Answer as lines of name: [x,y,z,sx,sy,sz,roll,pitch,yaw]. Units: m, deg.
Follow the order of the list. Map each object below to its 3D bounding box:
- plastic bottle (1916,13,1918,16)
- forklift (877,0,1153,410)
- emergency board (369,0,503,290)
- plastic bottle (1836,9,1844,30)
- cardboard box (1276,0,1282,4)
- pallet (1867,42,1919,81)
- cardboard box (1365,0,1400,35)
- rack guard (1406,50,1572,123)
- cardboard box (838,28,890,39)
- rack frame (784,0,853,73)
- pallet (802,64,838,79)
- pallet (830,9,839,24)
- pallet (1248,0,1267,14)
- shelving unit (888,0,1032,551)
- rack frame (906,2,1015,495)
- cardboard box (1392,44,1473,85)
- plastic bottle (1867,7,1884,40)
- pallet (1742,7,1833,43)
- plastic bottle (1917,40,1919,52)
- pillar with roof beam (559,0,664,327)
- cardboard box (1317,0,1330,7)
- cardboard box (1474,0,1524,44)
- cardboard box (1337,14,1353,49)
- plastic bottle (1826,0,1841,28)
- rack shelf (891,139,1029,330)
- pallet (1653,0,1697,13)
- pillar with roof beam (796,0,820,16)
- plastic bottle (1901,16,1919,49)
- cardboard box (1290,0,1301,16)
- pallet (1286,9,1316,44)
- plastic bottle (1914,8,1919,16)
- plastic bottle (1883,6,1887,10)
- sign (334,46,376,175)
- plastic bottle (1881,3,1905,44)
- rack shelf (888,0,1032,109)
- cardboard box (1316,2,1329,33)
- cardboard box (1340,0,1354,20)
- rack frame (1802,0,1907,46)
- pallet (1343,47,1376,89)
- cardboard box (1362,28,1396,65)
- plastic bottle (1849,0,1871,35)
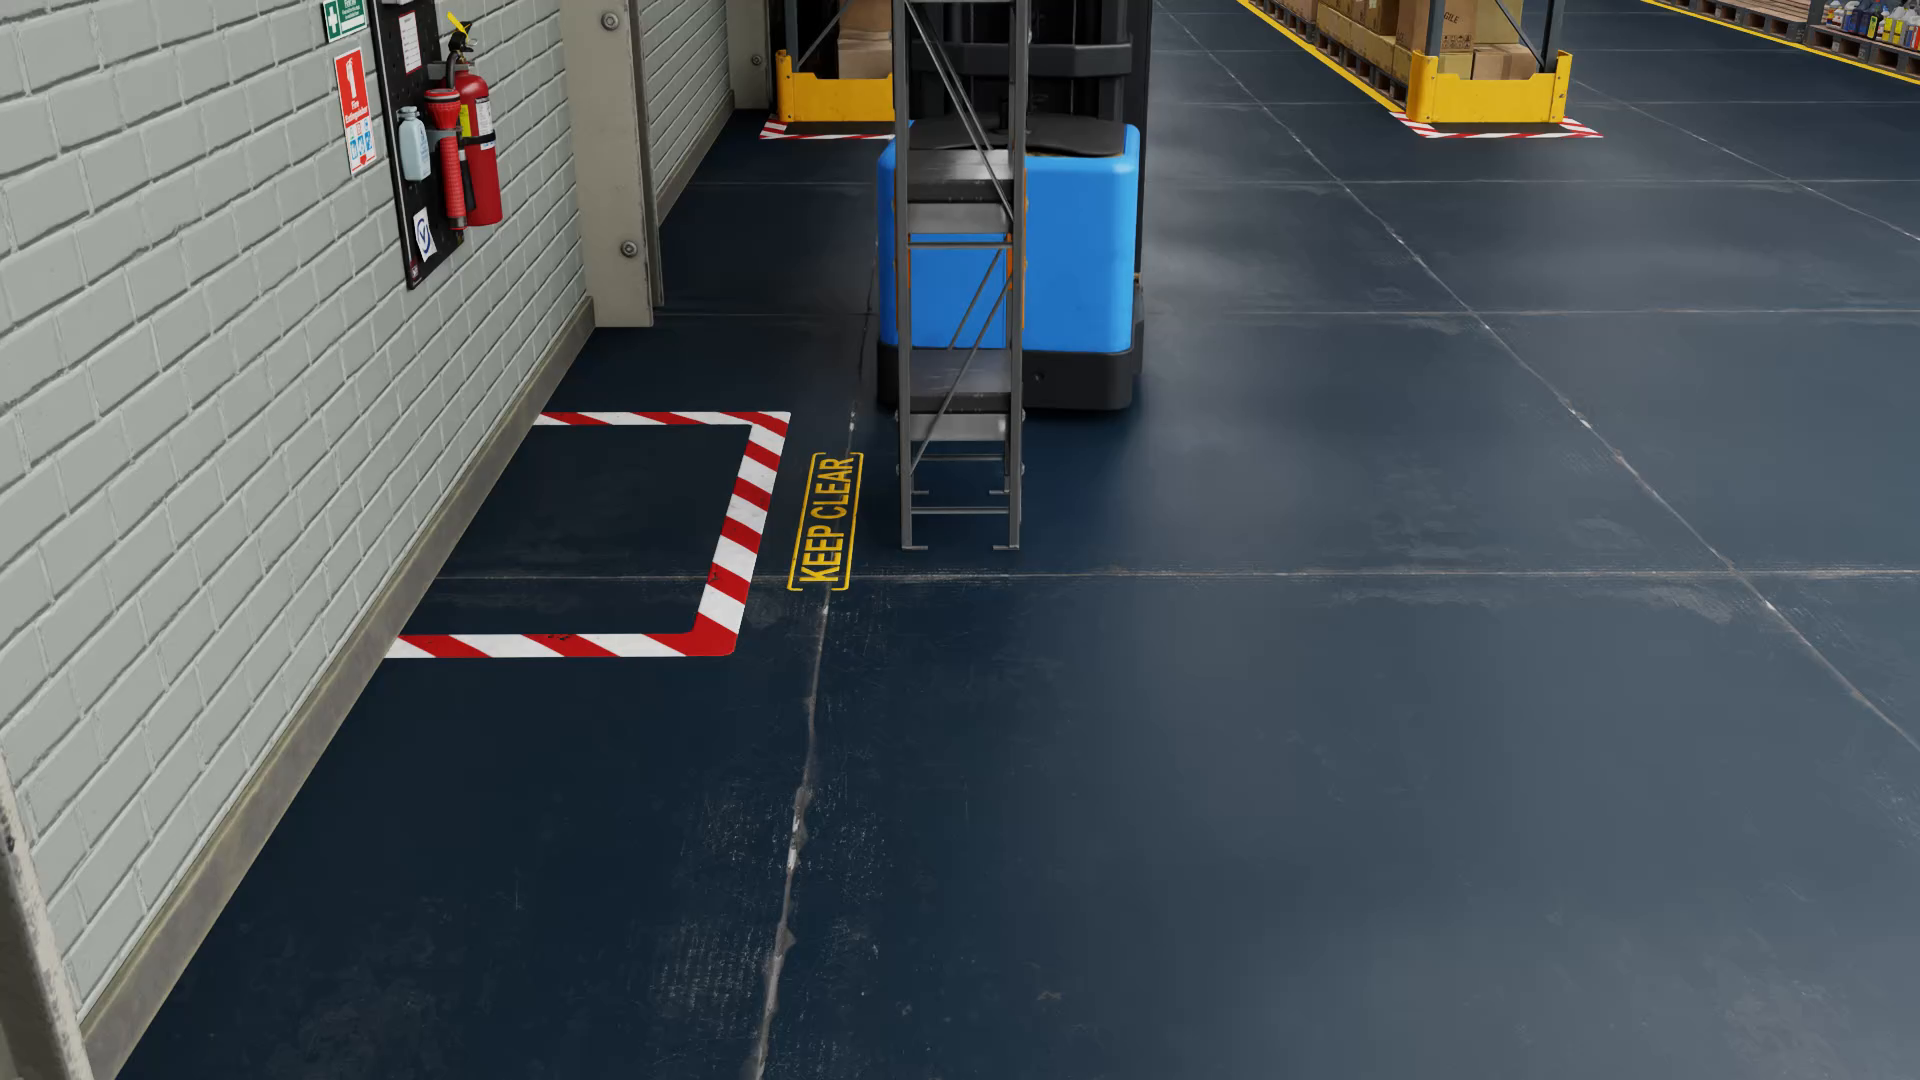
plastic bottle: [8.774,-4.742,15.366,0.152,0.276,0.135,0,24,-1]
forklift: [0.331,-2.433,7.573,1.130,2.935,3.031,3,24,6]
emergency board: [-1.655,-1.460,5.337,0.194,1.169,0.643,0,24,-1]
plastic bottle: [8.593,-5.067,16.176,0.097,0.201,0.097,0,24,0]
cardboard box: [3.764,-6.075,18.369,0.500,0.250,0.500,0,24,1]
pallet: [9.008,-4.307,15.018,1.003,0.211,1.213,0,24,-1]
cardboard box: [3.787,-4.602,14.201,0.500,0.500,0.500,0,24,-1]
rack guard: [4.117,-3.541,12.973,1.175,0.500,0.348,0,24,-1]
cardboard box: [-0.761,-4.162,14.041,0.500,0.311,0.500,2,24,4]
rack frame: [-0.837,-4.666,12.427,1.000,3.000,0.127,0,24,-1]
pallet: [-0.811,-3.762,13.811,1.003,0.211,1.213,0,24,-1]
pallet: [-0.891,-5.364,17.355,1.003,0.211,1.213,0,24,-1]
pallet: [3.999,-6.376,19.592,1.003,0.211,1.213,0,24,-1]
shelving unit: [-0.002,-1.025,5.468,0.431,2.100,0.503,0,24,-1]
rack frame: [-0.004,-1.125,5.690,0.400,2.100,0.015,0,24,-1]
cardboard box: [3.815,-3.848,13.445,0.500,0.250,0.500,0,24,-1]
plastic bottle: [8.582,-4.841,15.576,0.061,0.283,0.133,1,24,2]
pallet: [8.978,-5.412,17.459,1.003,0.211,1.213,0,24,-1]
plastic bottle: [8.591,-4.476,14.769,0.061,0.283,0.133,0,24,1]
pillar with roof beam: [2.661,-5.231,6.396,9.100,9.000,0.400,0,24,-1]
cardboard box: [3.765,-5.426,16.024,0.500,0.500,0.500,0,24,-1]
cardboard box: [4.326,-4.398,13.751,0.500,0.500,0.500,0,24,-1]
cardboard box: [3.775,-4.672,15.267,0.500,0.250,0.500,0,24,-1]
plastic bottle: [8.591,-5.183,16.346,0.097,0.271,0.097,0,24,0]
rack shelf: [-0.002,-1.012,5.474,0.431,0.518,0.480,0,24,-1]
pallet: [8.952,-6.417,19.682,1.003,0.211,1.213,0,24,-1]
pillar with roof beam: [2.530,-10.176,17.329,9.100,9.000,0.400,0,24,-1]
plastic bottle: [8.634,-4.586,15.021,0.152,0.276,0.135,-1,24,-2]
cardboard box: [3.775,-5.655,17.440,0.500,0.250,0.500,-1,24,-1]
pallet: [4.026,-5.371,17.369,1.003,0.211,1.213,0,24,-1]
plastic bottle: [9.175,-4.964,15.857,0.152,0.276,0.135,0,24,-1]
plastic bottle: [8.742,-4.922,15.771,0.097,0.271,0.097,0,24,0]
sign: [-1.752,-1.248,4.825,0.001,0.329,0.234,0,24,-1]
plastic bottle: [8.626,-4.765,15.326,0.144,0.351,0.185,0,24,-1]
rack shelf: [-0.002,-1.650,5.185,0.431,0.518,0.480,0,24,-1]
cardboard box: [3.775,-5.084,16.178,0.500,0.250,0.500,0,24,-1]
cardboard box: [3.776,-5.014,15.113,0.500,0.500,0.500,0,24,-1]
rack frame: [9.026,-6.359,16.170,1.000,3.000,0.127,0,24,-1]
pallet: [4.056,-4.236,14.859,1.003,0.211,1.213,0,24,-1]
cardboard box: [3.790,-4.260,14.356,0.500,0.250,0.500,0,24,-1]
plastic bottle: [8.620,-5.018,15.885,0.144,0.351,0.185,0,24,1]
